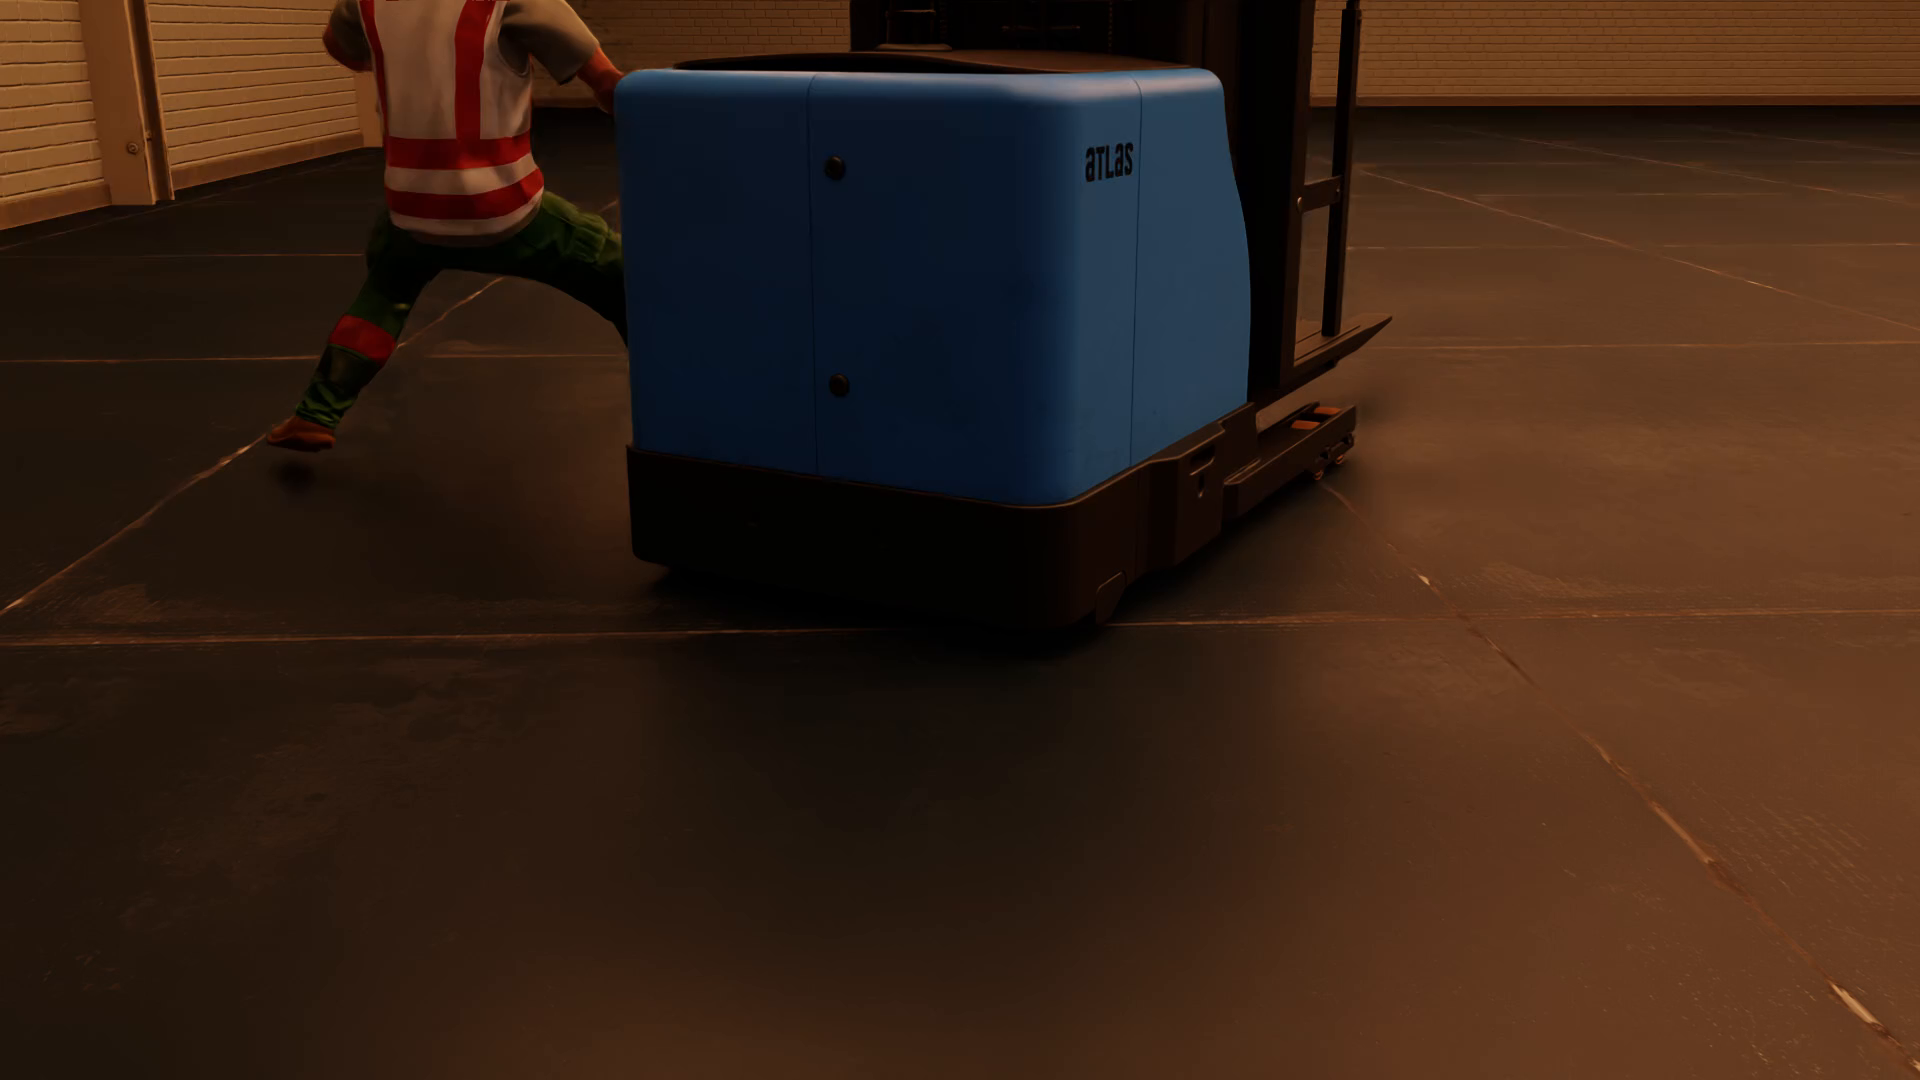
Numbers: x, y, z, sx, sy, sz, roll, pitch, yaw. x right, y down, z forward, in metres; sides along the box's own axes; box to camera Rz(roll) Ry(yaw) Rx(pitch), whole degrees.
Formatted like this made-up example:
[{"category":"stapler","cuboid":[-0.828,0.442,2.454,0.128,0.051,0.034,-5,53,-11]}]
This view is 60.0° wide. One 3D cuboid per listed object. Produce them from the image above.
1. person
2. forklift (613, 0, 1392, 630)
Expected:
[{"category":"person","cuboid":[-1.223,-0.951,4.374,1.287,1.555,0.720,6,18,19]},{"category":"forklift","cuboid":[0.444,-1.613,4.182,1.130,2.935,3.031,9,19,27]}]
